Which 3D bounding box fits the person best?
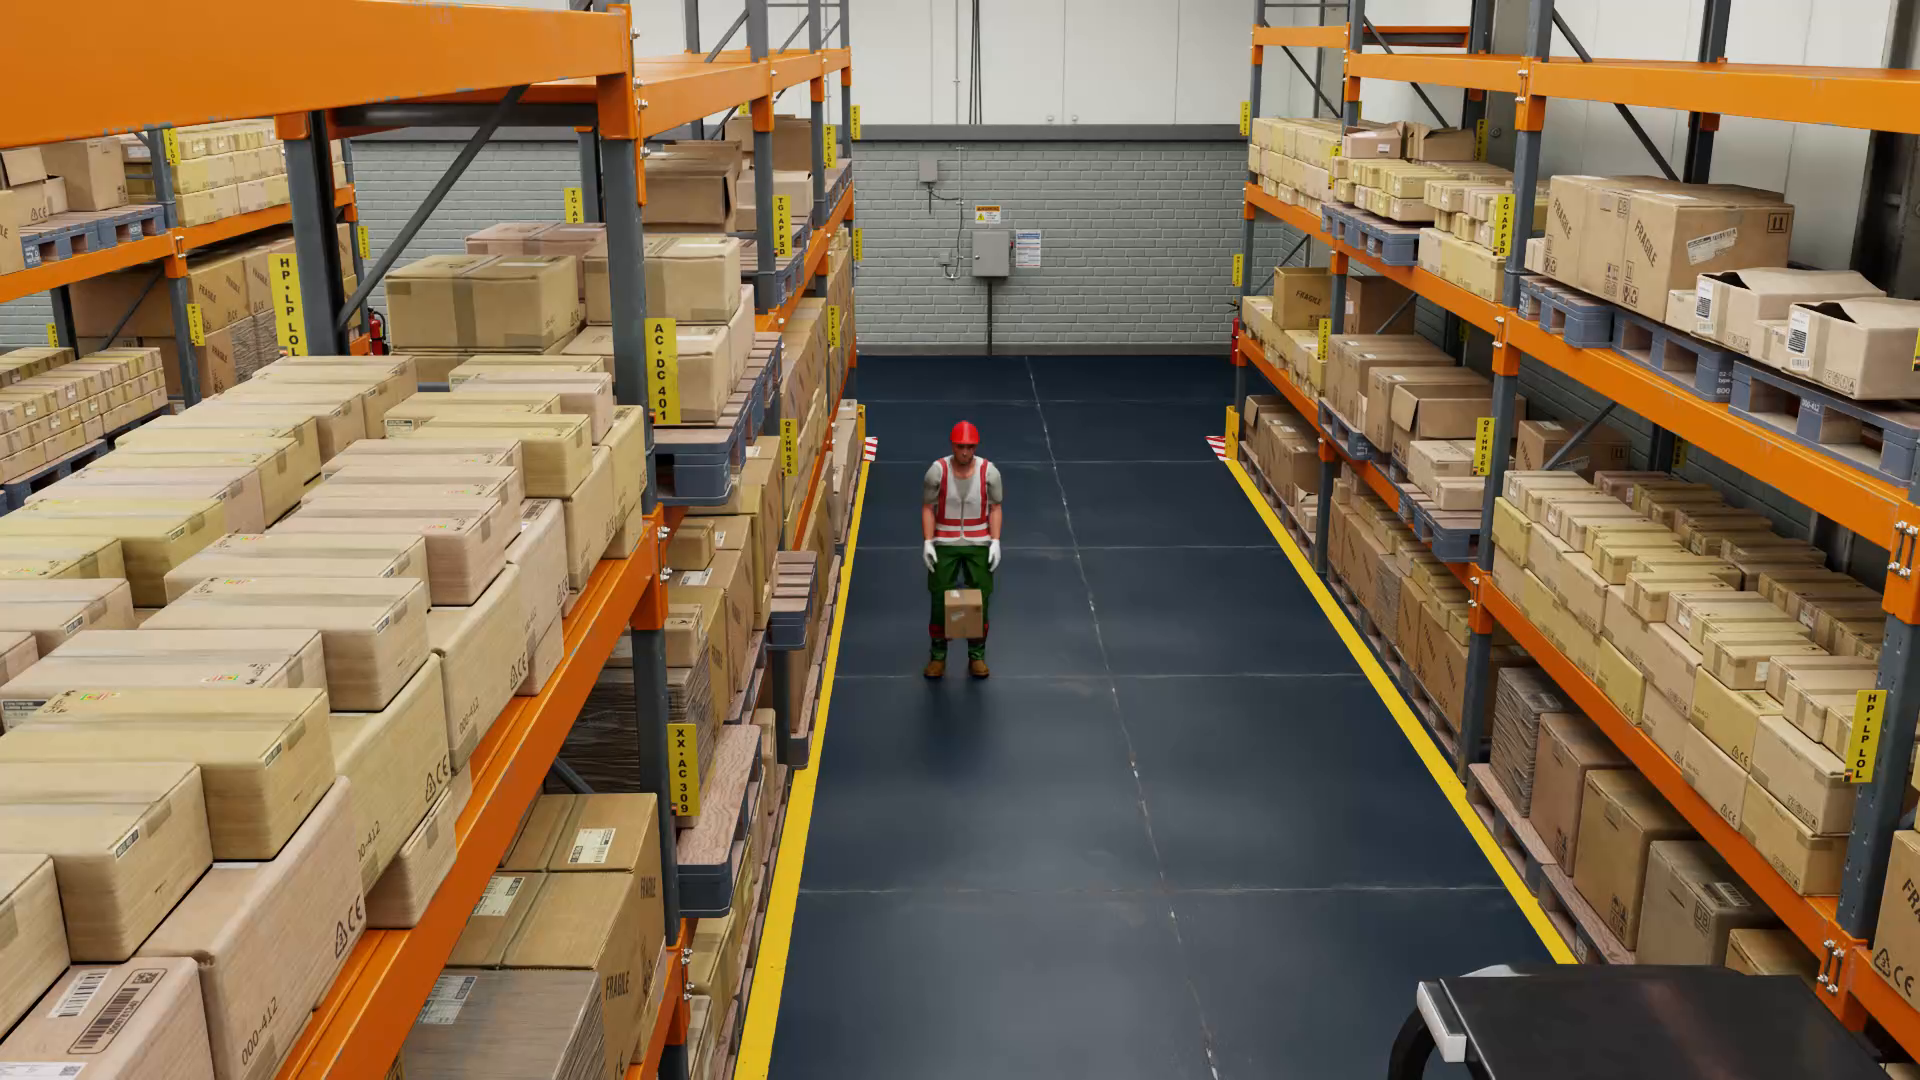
[{"bbox_3d":[0.031,0.060,11.319,0.621,1.781,0.445,-1,17,-3],"label":"person"}]
